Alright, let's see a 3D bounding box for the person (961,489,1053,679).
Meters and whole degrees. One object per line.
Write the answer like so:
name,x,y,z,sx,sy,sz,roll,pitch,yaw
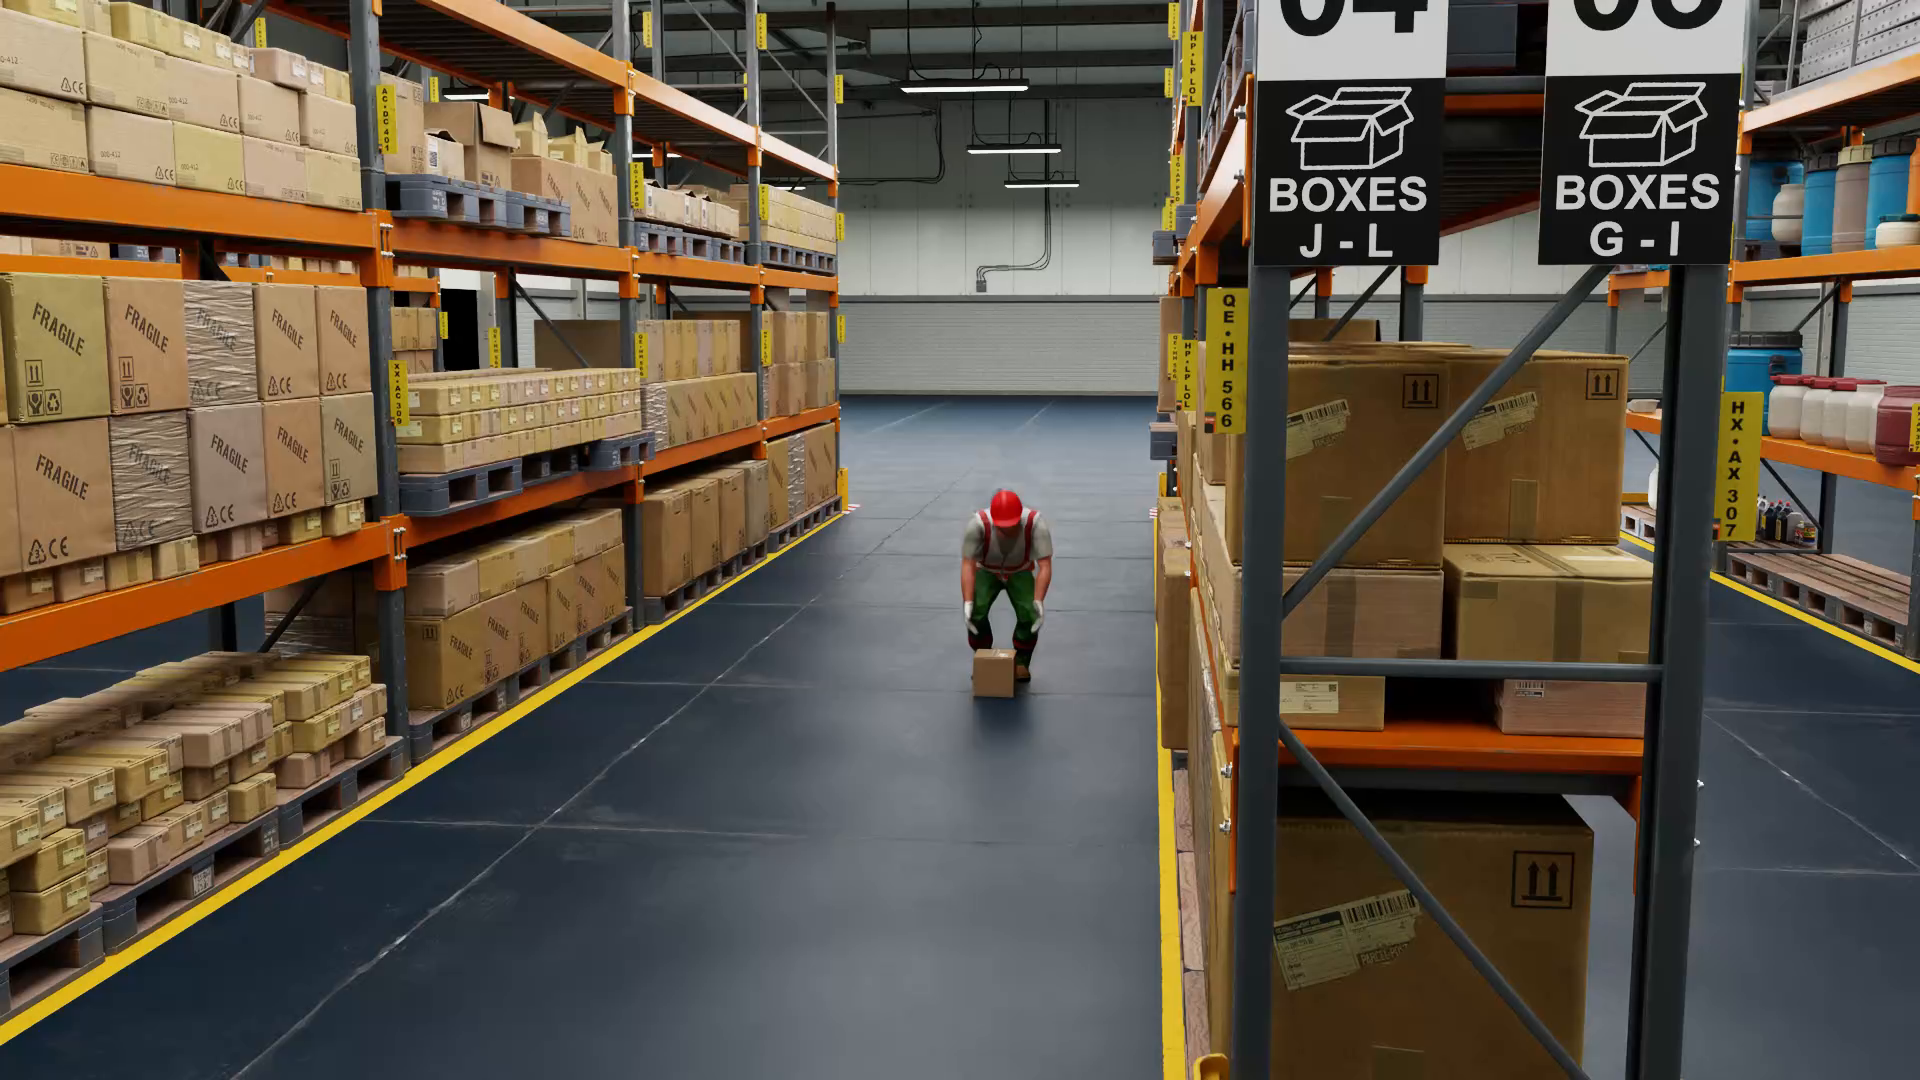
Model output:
person,0.308,0.277,10.626,0.582,1.260,0.829,1,8,6
